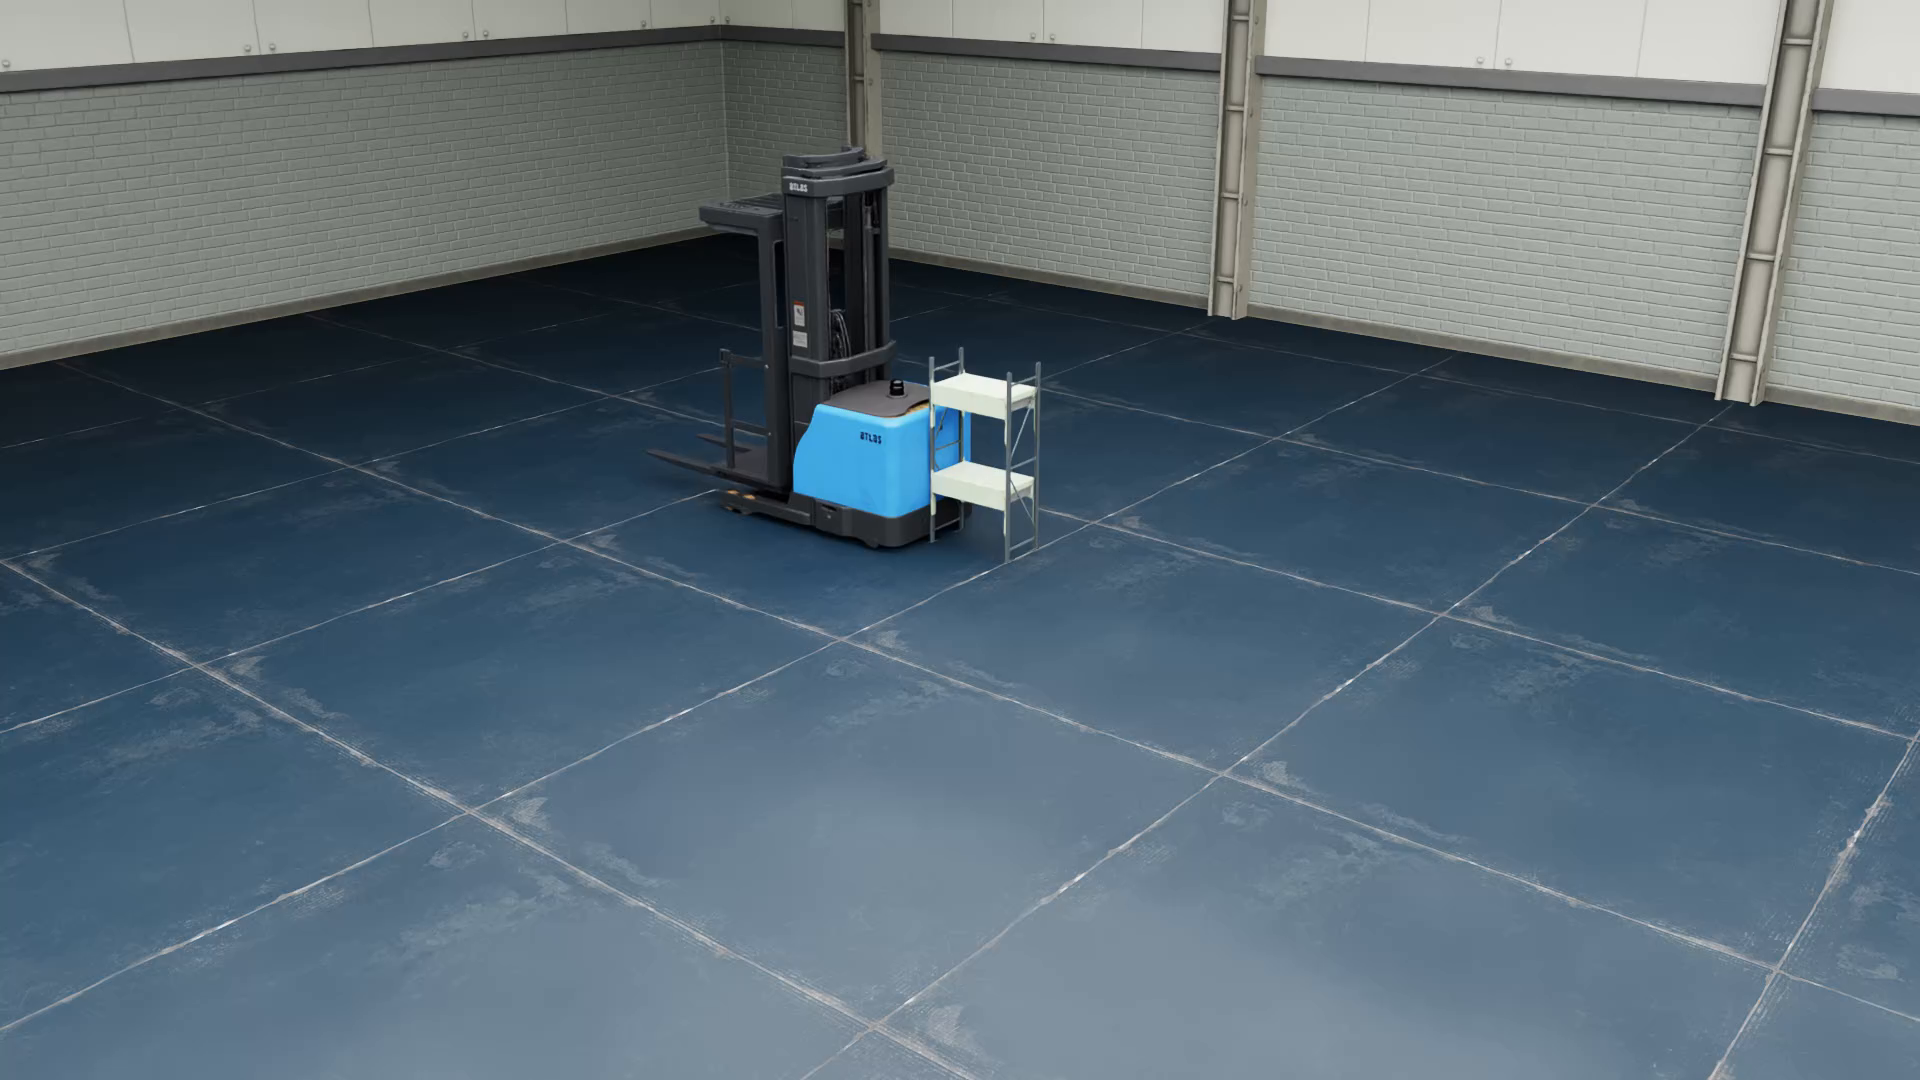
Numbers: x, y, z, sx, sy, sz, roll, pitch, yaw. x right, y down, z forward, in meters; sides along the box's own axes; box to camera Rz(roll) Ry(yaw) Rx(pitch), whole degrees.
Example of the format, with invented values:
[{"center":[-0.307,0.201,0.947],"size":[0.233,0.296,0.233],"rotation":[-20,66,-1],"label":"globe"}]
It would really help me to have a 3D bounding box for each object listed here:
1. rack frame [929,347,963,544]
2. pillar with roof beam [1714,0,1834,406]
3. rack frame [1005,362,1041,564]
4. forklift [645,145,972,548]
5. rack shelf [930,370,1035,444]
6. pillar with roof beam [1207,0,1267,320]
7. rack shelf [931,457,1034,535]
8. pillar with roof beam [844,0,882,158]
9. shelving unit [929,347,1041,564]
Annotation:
[{"center":[-0.104,-0.731,12.982],"size":[0.023,1.500,0.400],"rotation":[15,26,35],"label":"rack frame"},{"center":[5.227,-4.466,12.257],"size":[0.400,9.000,9.100],"rotation":[16,26,36],"label":"pillar with roof beam"},{"center":[0.473,-0.573,12.561],"size":[0.023,1.500,0.400],"rotation":[15,26,35],"label":"rack frame"},{"center":[-1.374,-1.708,13.544],"size":[3.031,2.935,1.130],"rotation":[15,26,35],"label":"forklift"},{"center":[0.184,-1.017,12.634],"size":[0.720,0.370,0.431],"rotation":[15,26,35],"label":"rack shelf"},{"center":[0.579,-5.805,15.807],"size":[0.400,9.000,9.100],"rotation":[16,26,36],"label":"pillar with roof beam"},{"center":[0.184,-0.347,12.886],"size":[0.720,0.370,0.431],"rotation":[15,26,35],"label":"rack shelf"},{"center":[-4.069,-7.143,19.357],"size":[0.400,9.000,9.100],"rotation":[16,26,36],"label":"pillar with roof beam"},{"center":[0.184,-0.652,12.771],"size":[0.755,1.500,0.431],"rotation":[15,26,35],"label":"shelving unit"}]
